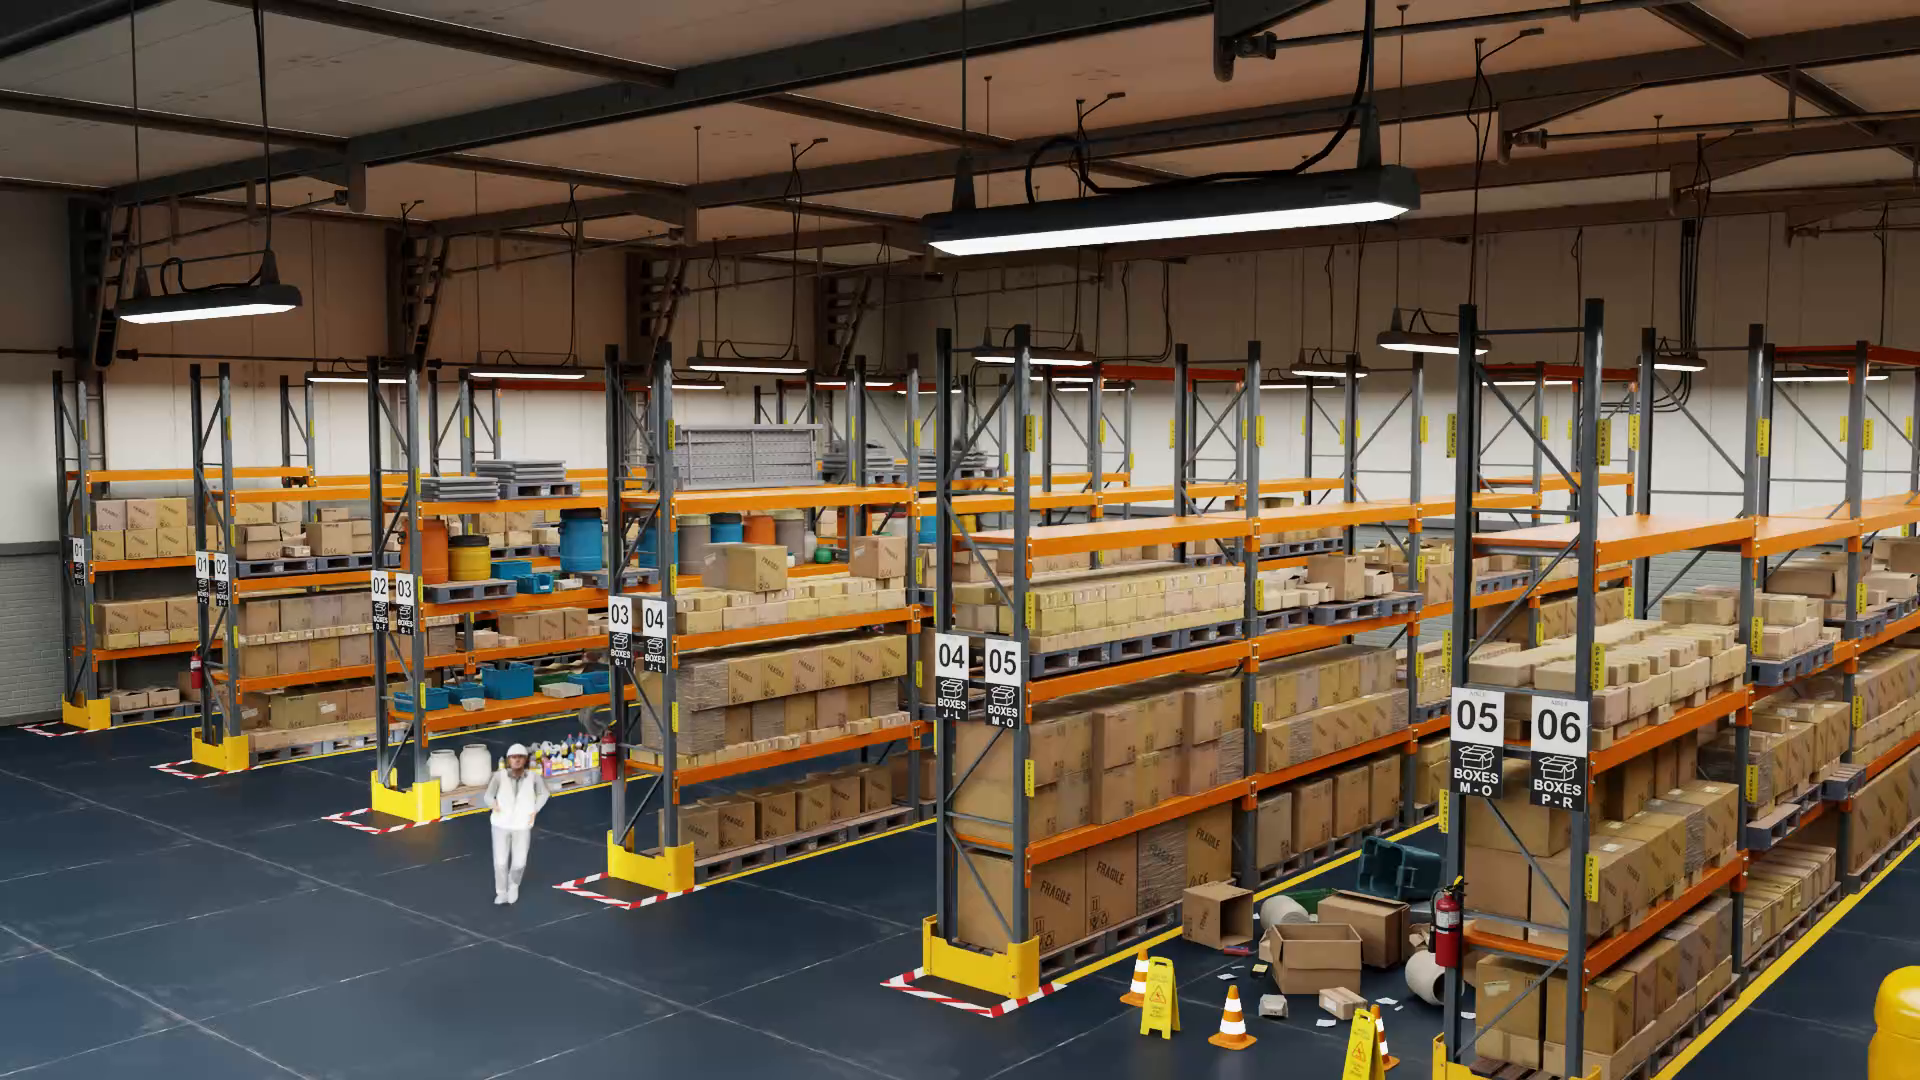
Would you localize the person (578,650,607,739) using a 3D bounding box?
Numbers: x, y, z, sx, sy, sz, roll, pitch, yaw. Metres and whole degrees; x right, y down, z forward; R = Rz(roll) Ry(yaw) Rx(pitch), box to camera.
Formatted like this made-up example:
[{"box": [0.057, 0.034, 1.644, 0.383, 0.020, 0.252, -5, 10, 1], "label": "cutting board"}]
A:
[{"box": [-5.742, 2.506, 26.147, 0.559, 1.575, 0.539, 4, 5, 41], "label": "person"}]

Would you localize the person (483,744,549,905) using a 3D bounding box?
[{"box": [-4.706, 3.029, 17.613, 0.670, 1.736, 0.631, -1, 4, -9], "label": "person"}]
